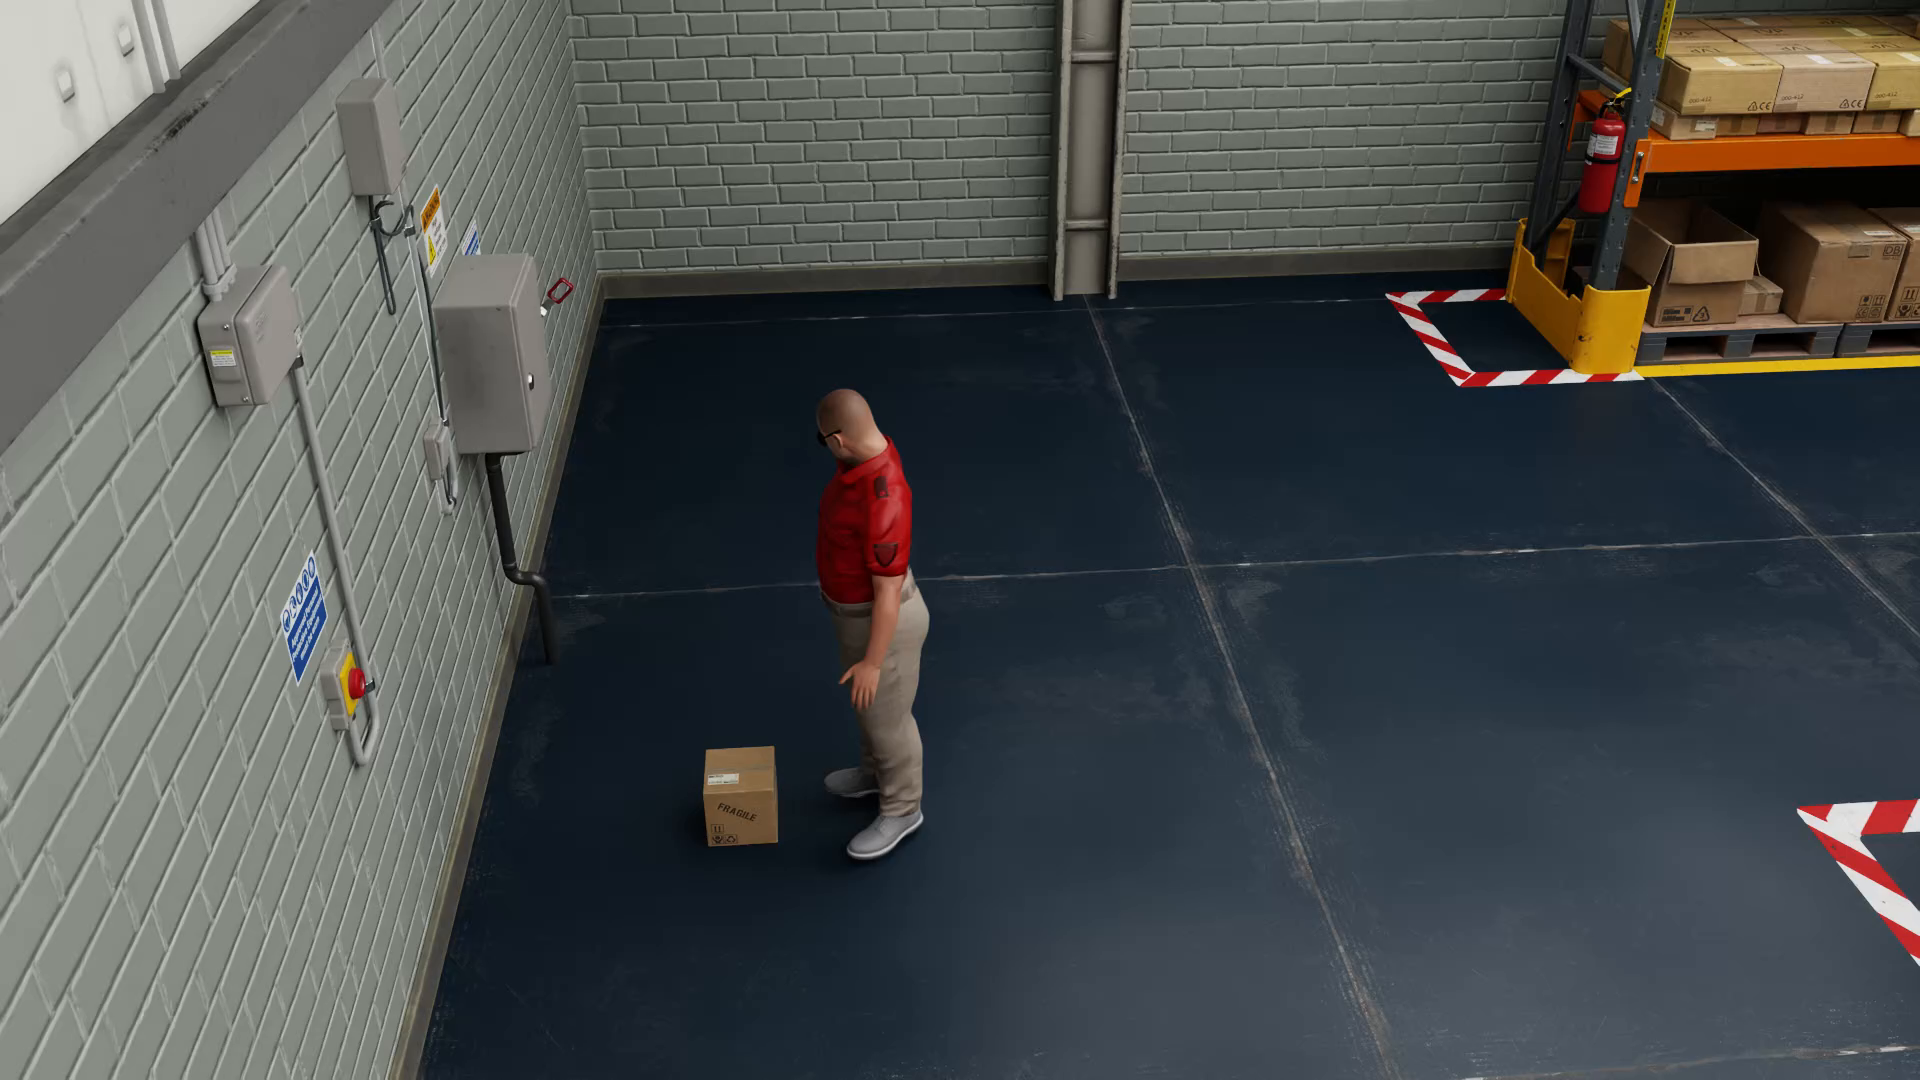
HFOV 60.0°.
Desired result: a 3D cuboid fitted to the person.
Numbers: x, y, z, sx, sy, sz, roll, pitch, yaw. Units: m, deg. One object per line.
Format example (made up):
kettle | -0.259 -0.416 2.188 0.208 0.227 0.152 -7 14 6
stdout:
person | -0.294 0.295 5.666 0.364 1.752 0.630 -8 32 -12
